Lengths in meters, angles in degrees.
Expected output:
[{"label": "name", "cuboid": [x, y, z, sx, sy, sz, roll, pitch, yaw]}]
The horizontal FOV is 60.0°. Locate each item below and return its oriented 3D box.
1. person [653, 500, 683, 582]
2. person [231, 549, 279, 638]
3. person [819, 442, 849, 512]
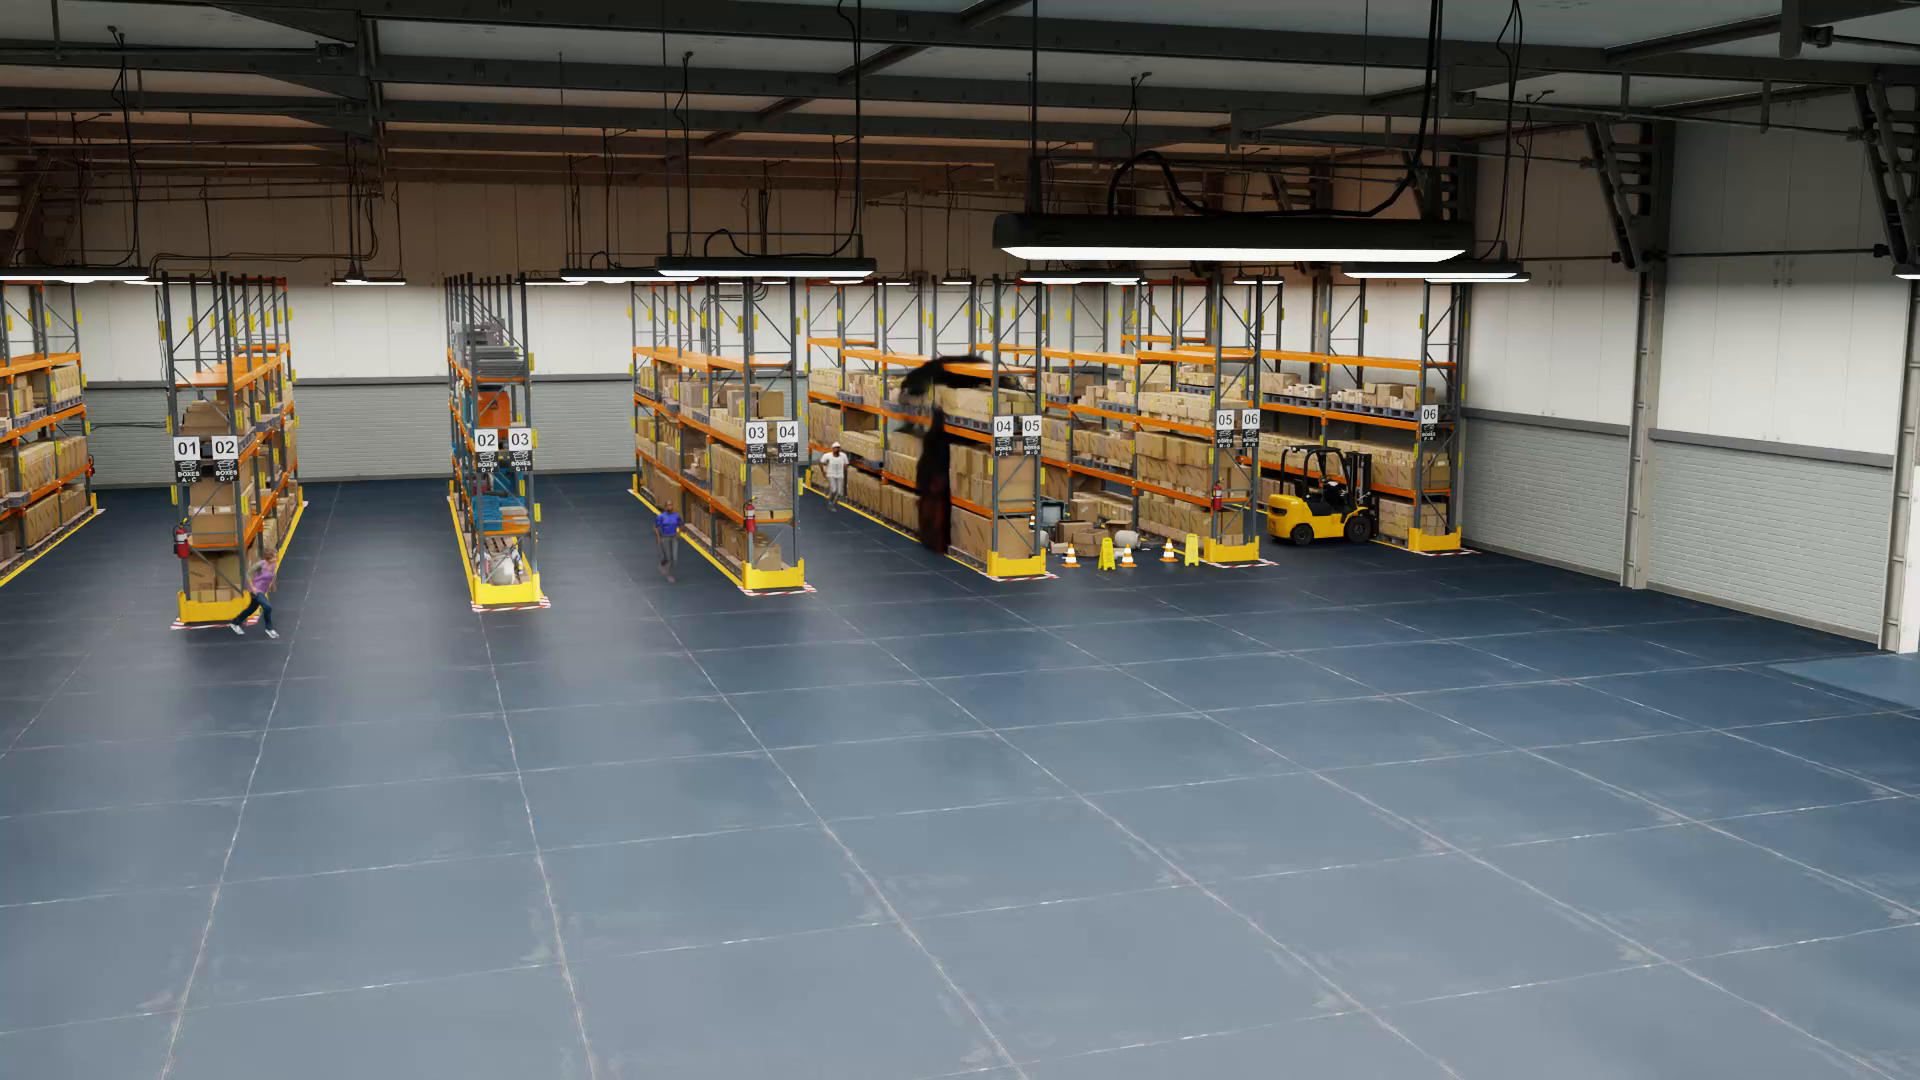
[{"label": "person", "cuboid": [-5.711, 0.017, 32.717, 0.575, 1.613, 0.547, -4, 9, -23]}, {"label": "person", "cuboid": [-11.665, 0.875, 27.504, 0.913, 1.493, 0.515, 2, 9, 16]}, {"label": "person", "cuboid": [-3.041, -1.536, 40.716, 0.703, 1.726, 0.579, -3, 9, -22]}]
